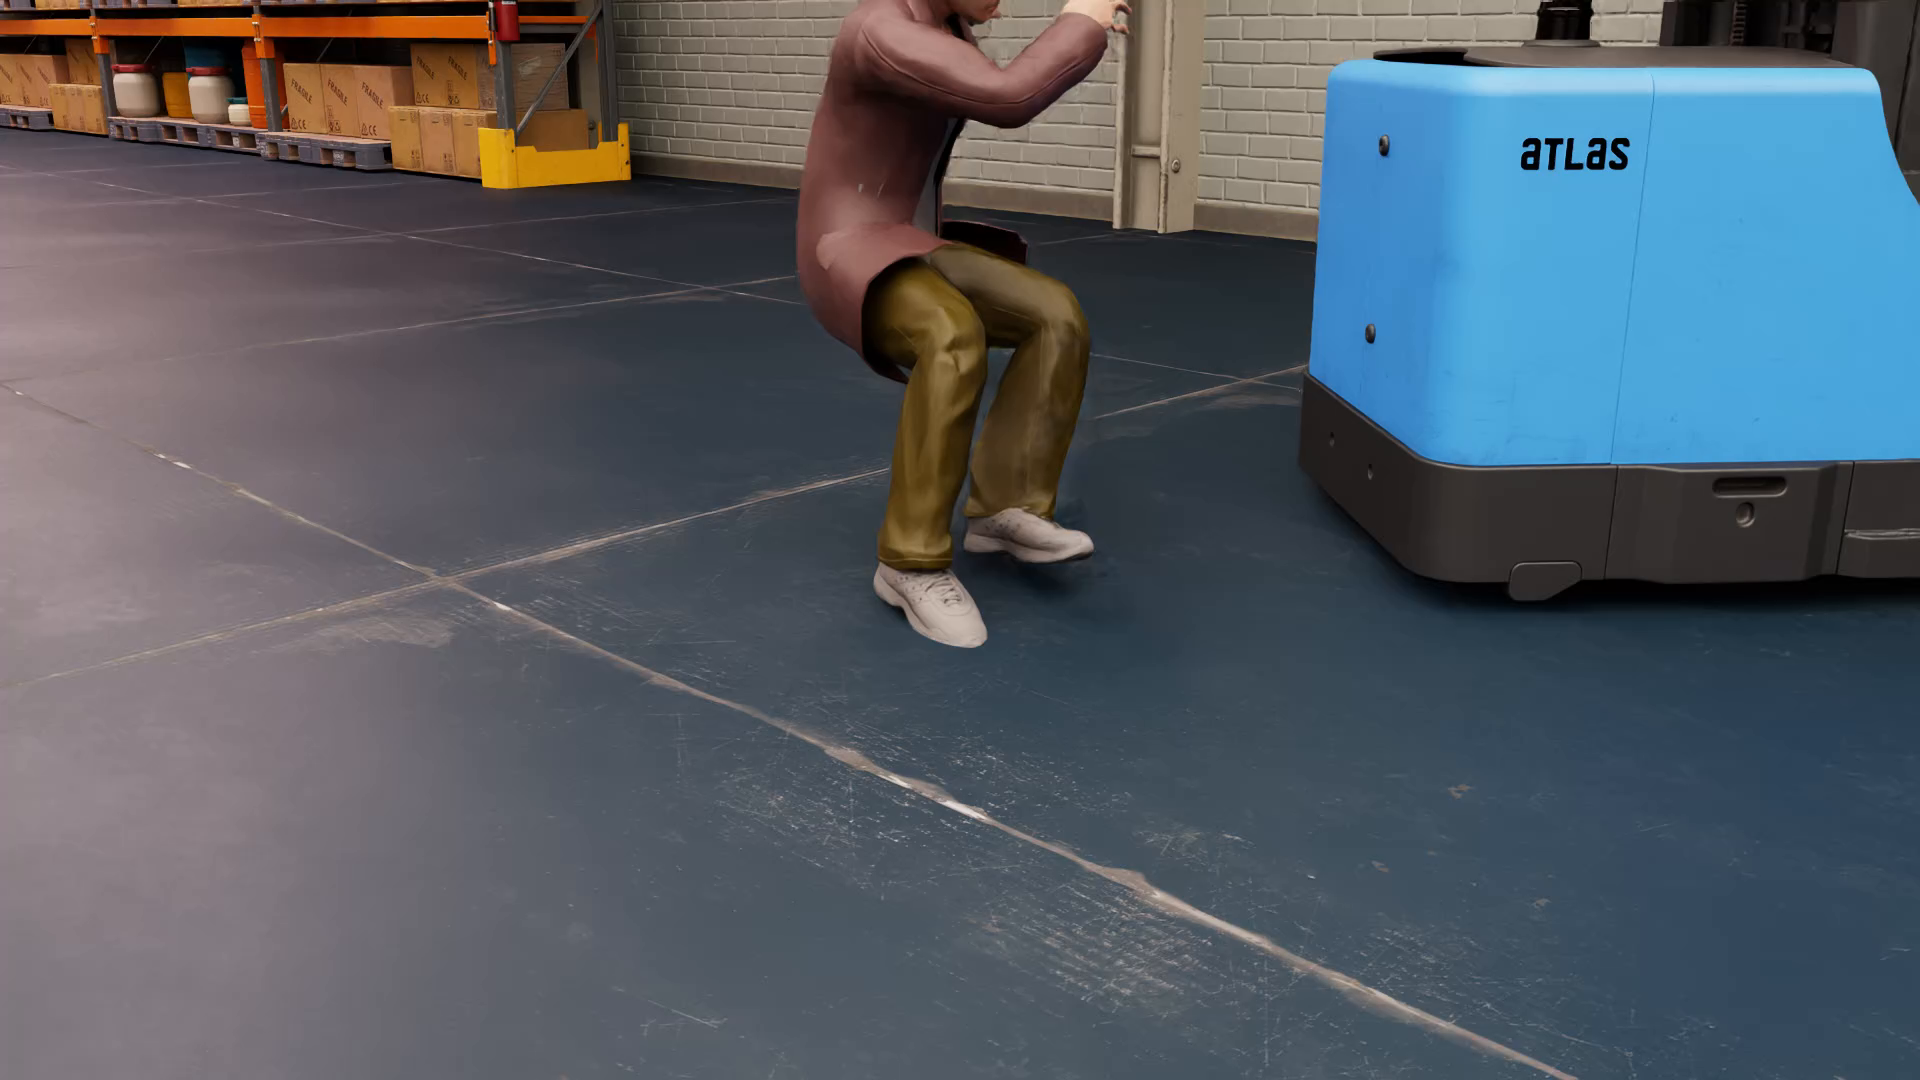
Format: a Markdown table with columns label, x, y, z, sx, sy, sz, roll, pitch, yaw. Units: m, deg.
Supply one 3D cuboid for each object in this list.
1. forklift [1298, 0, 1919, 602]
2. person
| label | x | y | z | sx | sy | sz | roll | pitch | yaw |
| --- | --- | --- | --- | --- | --- | --- | --- | --- | --- |
| forklift | 2.409 | -1.426 | 3.547 | 3.031 | 2.935 | 1.130 | -1 | 17 | -4 |
| person | 0.065 | -0.681 | 3.747 | 0.749 | 1.445 | 1.464 | 7 | 19 | 22 |
